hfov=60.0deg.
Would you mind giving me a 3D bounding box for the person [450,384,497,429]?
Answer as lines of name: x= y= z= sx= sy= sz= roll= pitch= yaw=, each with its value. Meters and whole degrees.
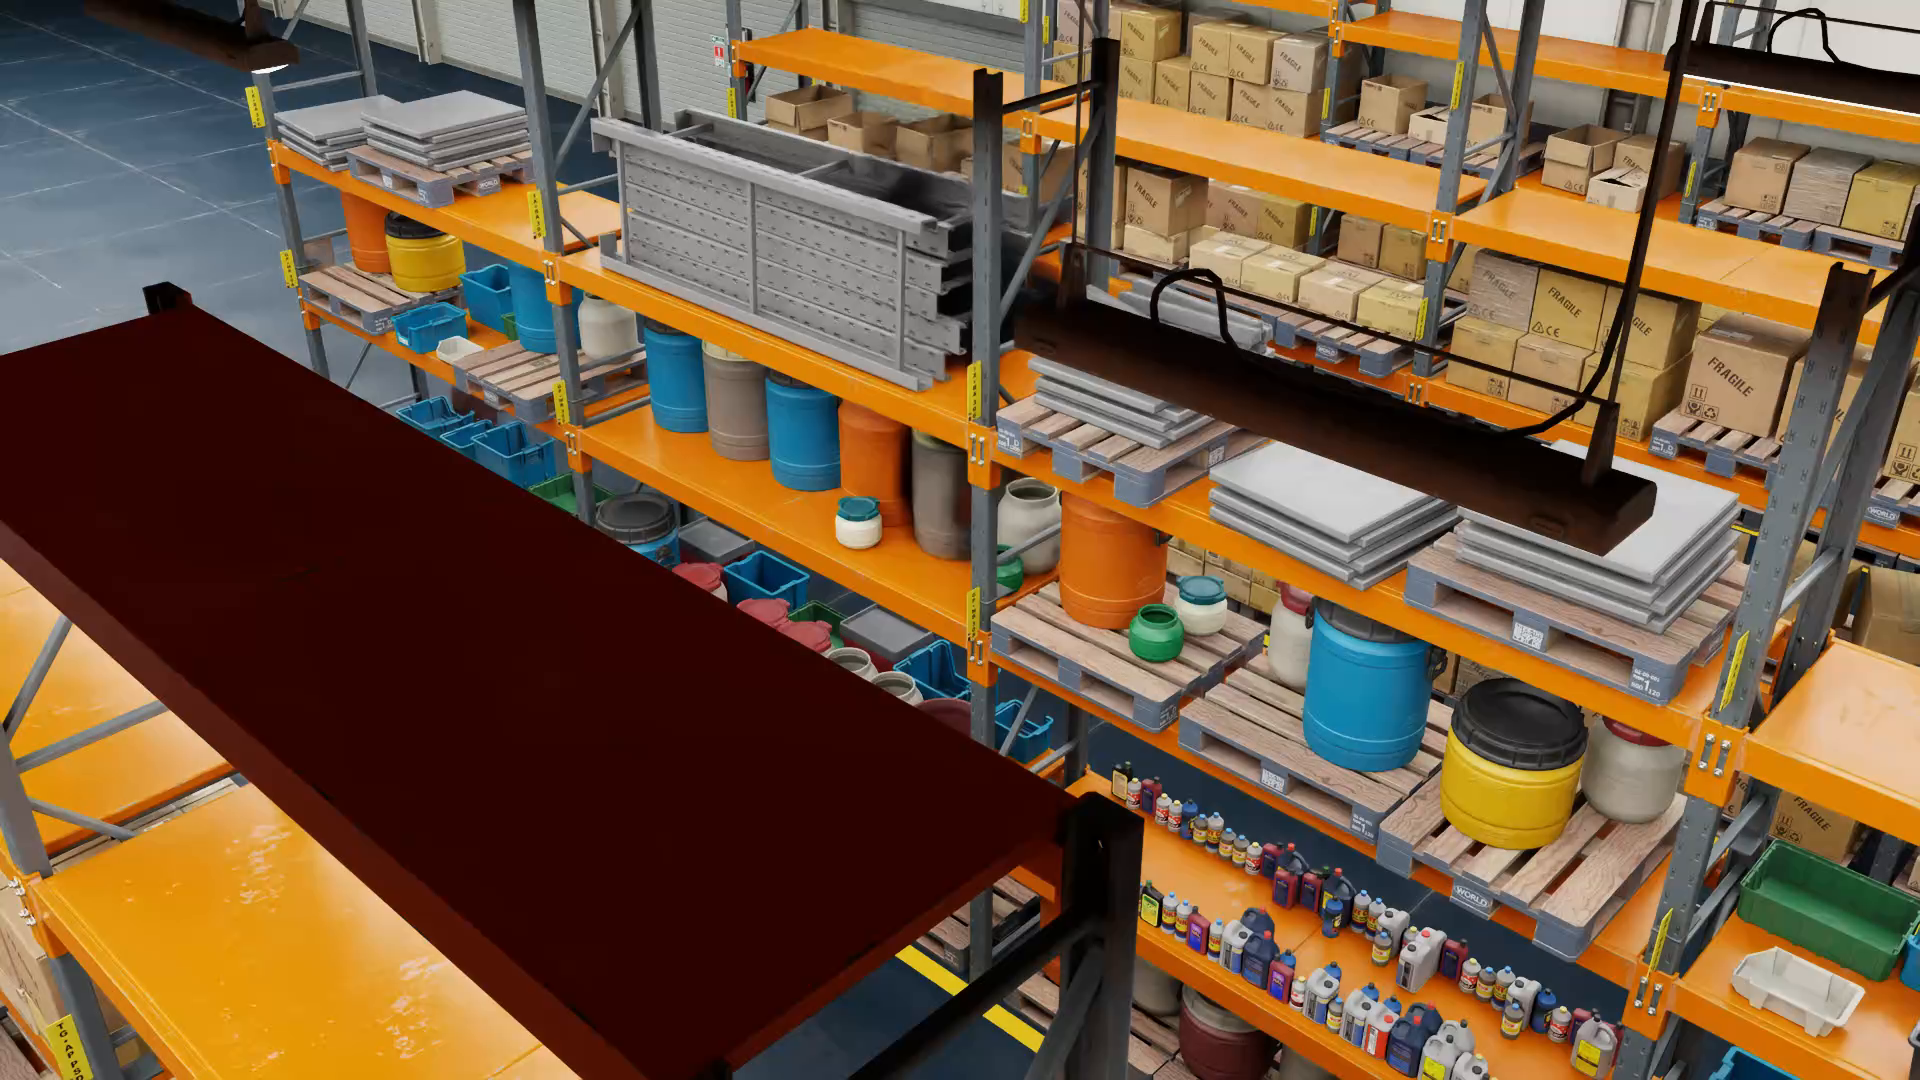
person: x=-4.856 y=-1.192 z=16.604 sx=0.599 sy=1.733 sz=0.692 roll=7 pitch=30 yaw=11
